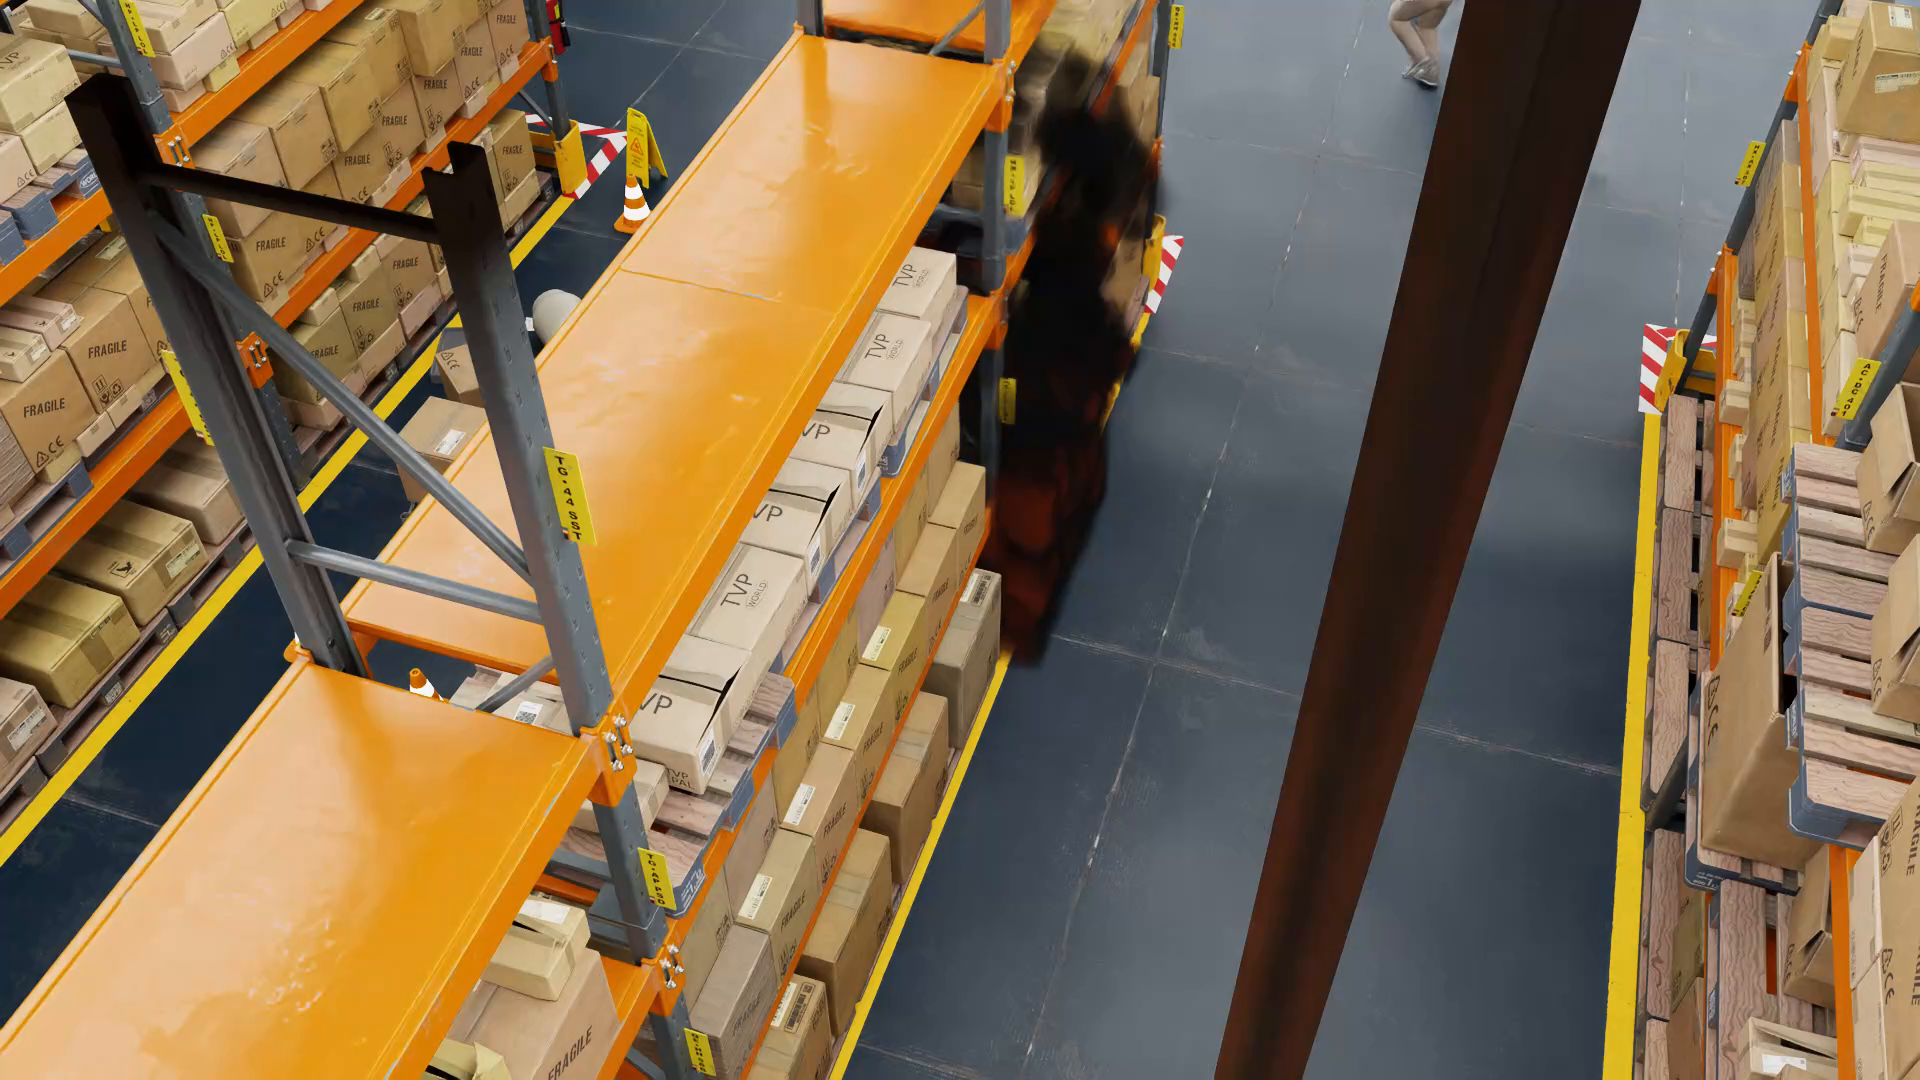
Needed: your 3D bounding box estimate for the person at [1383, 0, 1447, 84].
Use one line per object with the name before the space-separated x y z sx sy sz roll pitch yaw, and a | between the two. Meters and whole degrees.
person | 4.122 -4.892 14.736 0.672 1.703 0.629 -23 50 -21
